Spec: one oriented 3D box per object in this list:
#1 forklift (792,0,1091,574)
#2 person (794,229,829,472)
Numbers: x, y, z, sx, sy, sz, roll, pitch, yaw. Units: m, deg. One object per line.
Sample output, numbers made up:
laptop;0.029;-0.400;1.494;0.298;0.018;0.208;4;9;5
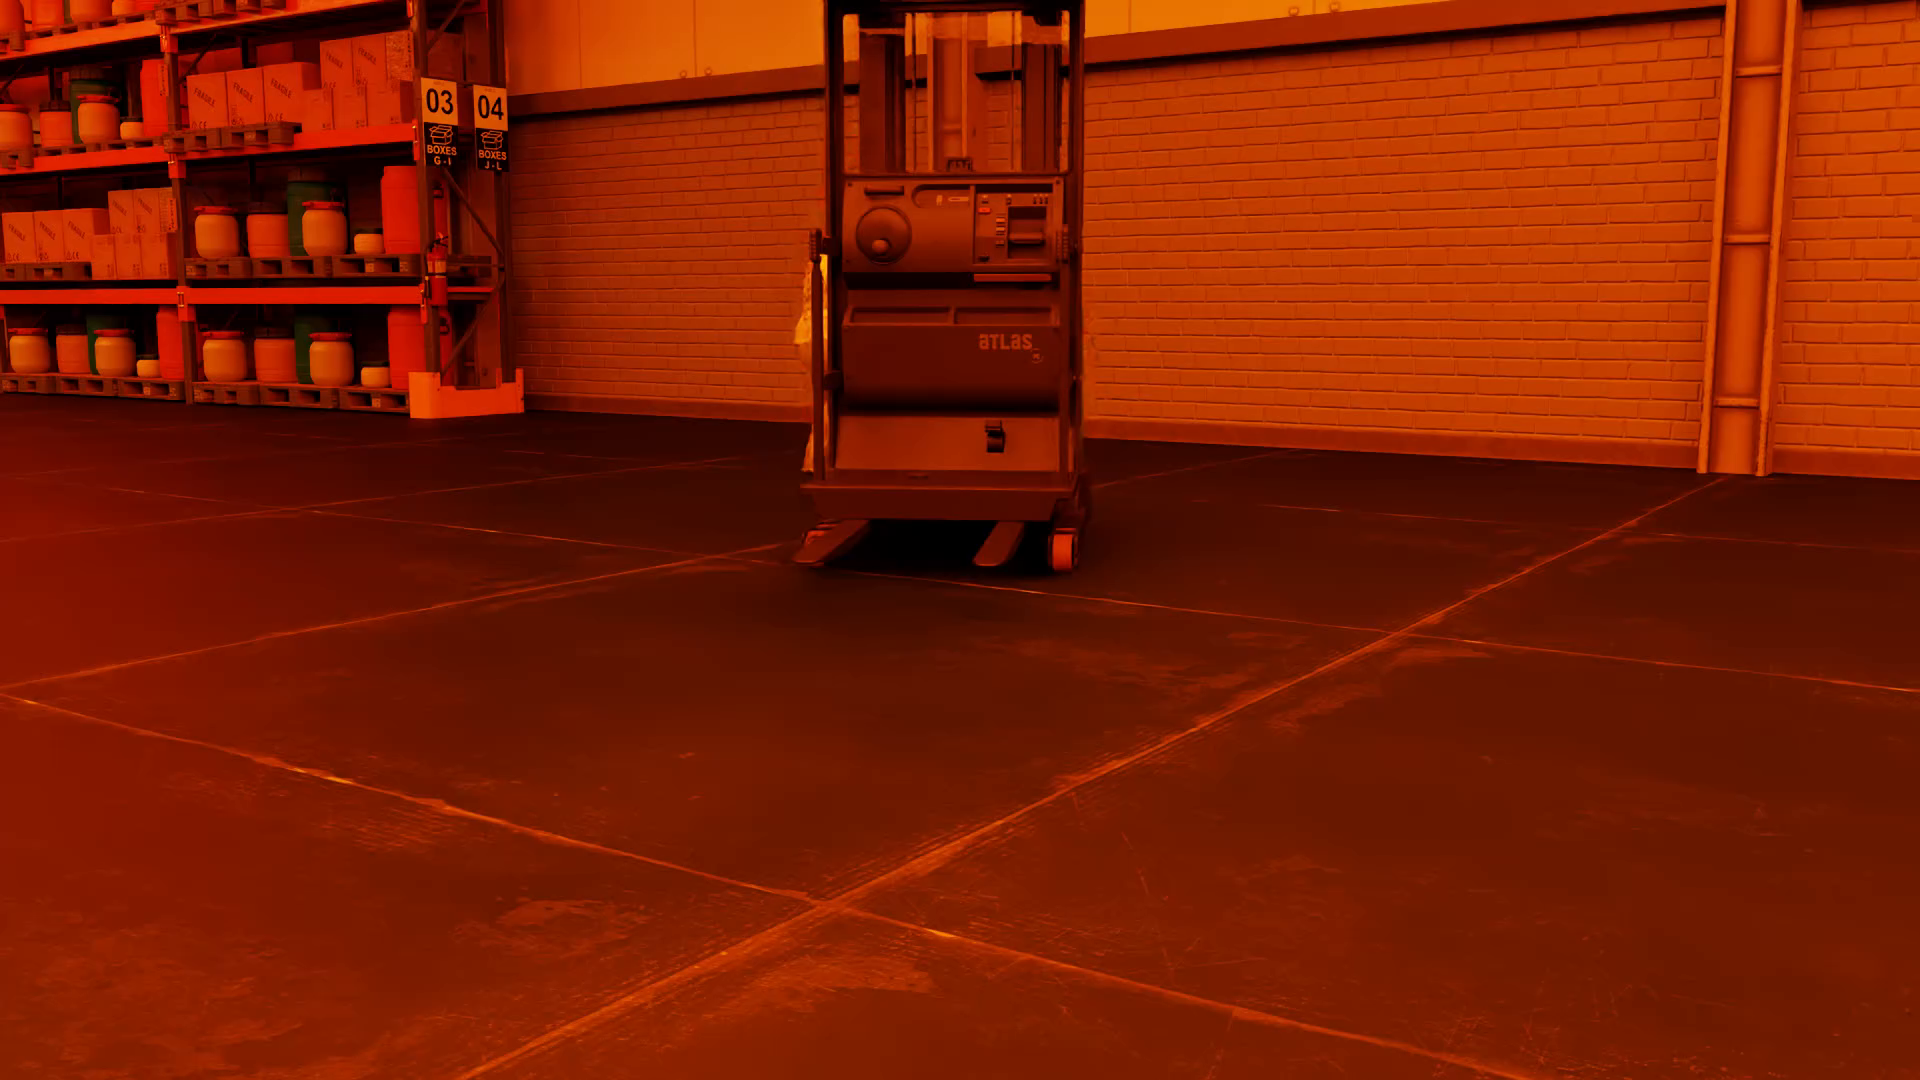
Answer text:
forklift;-0.051;-1.364;6.788;1.130;2.935;3.031;1;8;6
person;-0.786;-1.217;10.483;0.521;1.623;0.691;-4;9;-27
